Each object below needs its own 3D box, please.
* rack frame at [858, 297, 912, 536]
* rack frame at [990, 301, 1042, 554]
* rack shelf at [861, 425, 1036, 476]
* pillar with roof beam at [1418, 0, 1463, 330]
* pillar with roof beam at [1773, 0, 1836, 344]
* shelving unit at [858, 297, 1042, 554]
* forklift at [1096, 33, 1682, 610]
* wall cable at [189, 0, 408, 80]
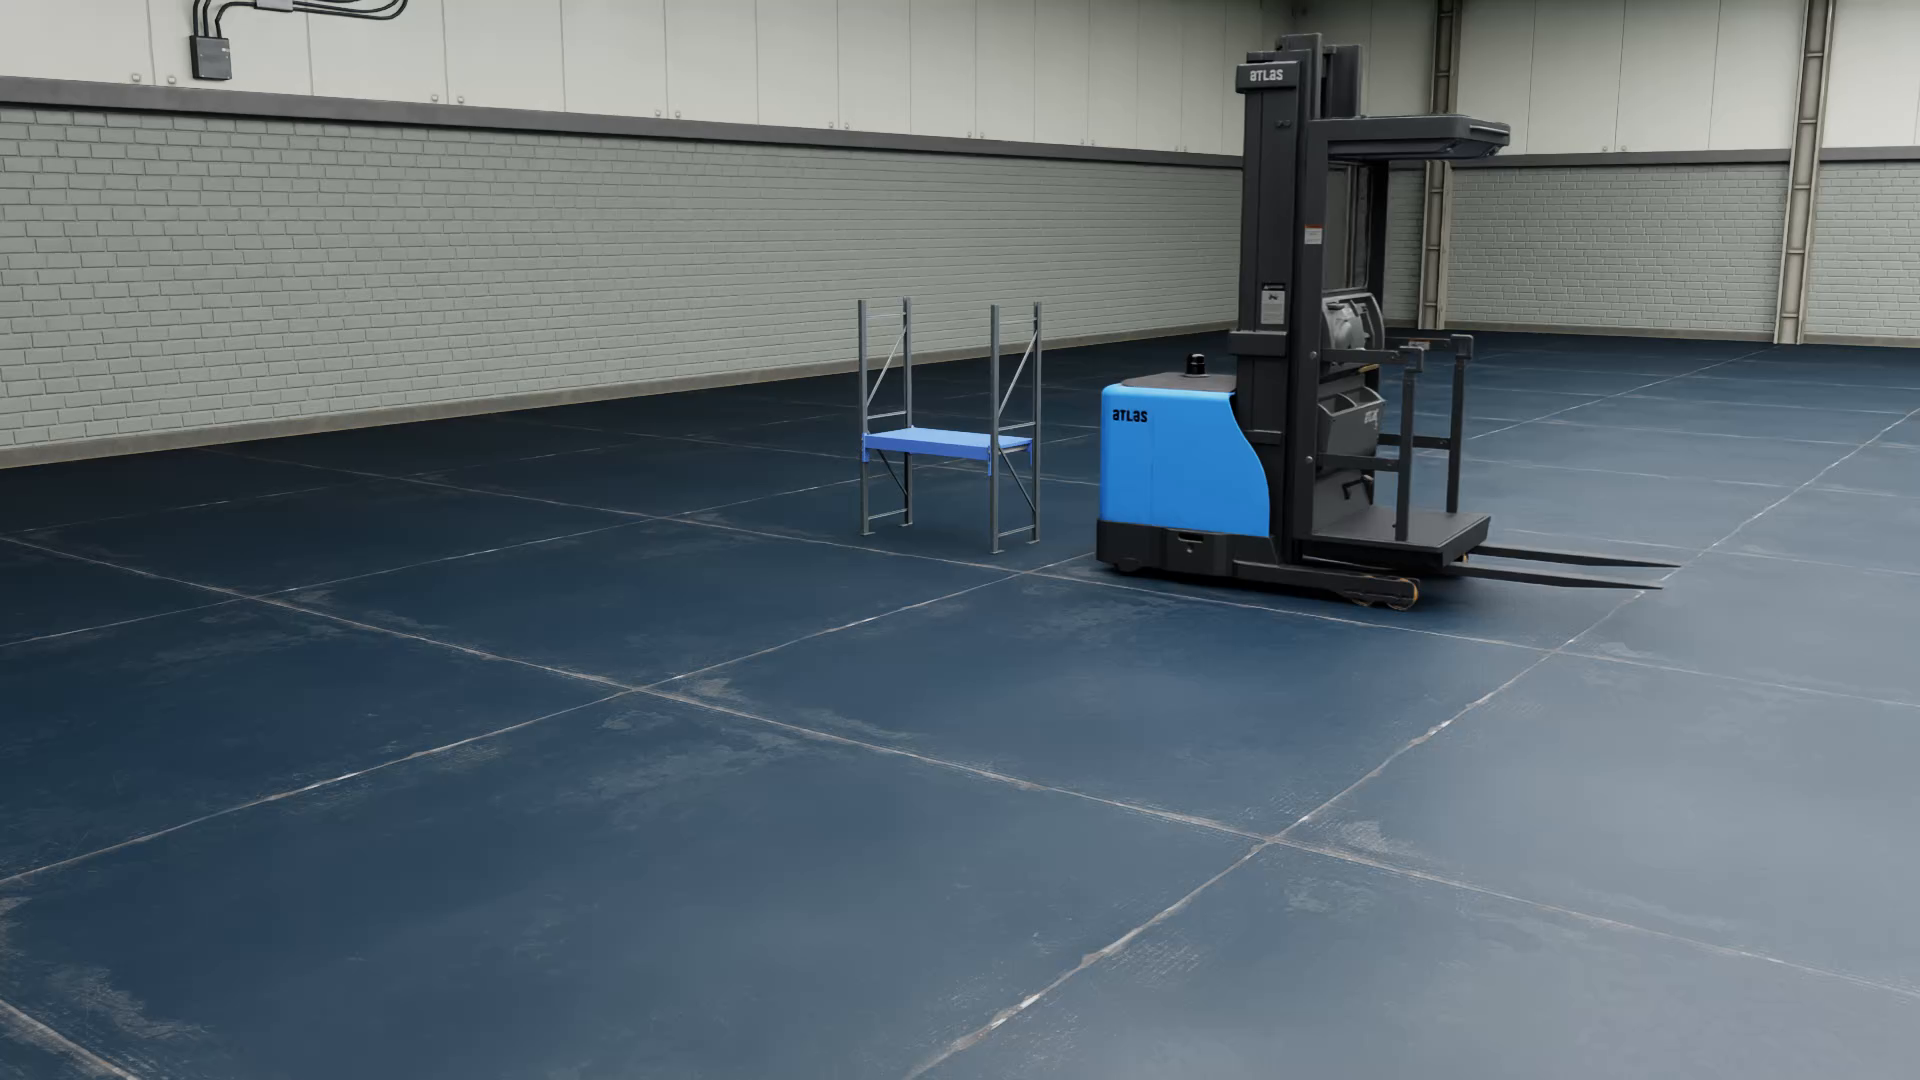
[{"bbox_3d":[-0.478,-0.803,10.732,0.032,1.500,0.500,8,13,36],"label":"rack frame"},{"bbox_3d":[0.341,-0.689,10.141,0.032,1.500,0.500,8,13,36],"label":"rack frame"},{"bbox_3d":[-0.069,-0.569,10.471,1.000,0.185,0.538,8,13,36],"label":"rack shelf"},{"bbox_3d":[6.124,-7.642,26.341,0.400,9.000,9.100,8,13,36],"label":"pillar with roof beam"},{"bbox_3d":[10.960,-6.968,22.854,0.400,9.000,9.100,8,13,36],"label":"pillar with roof beam"},{"bbox_3d":[-0.069,-0.746,10.437,1.048,1.500,0.538,8,13,36],"label":"shelving unit"},{"bbox_3d":[2.313,-1.188,8.954,3.031,2.935,1.130,6,13,30],"label":"forklift"},{"bbox_3d":[-5.933,-7.134,14.759,0.169,6.003,2.305,8,13,36],"label":"wall cable"}]
